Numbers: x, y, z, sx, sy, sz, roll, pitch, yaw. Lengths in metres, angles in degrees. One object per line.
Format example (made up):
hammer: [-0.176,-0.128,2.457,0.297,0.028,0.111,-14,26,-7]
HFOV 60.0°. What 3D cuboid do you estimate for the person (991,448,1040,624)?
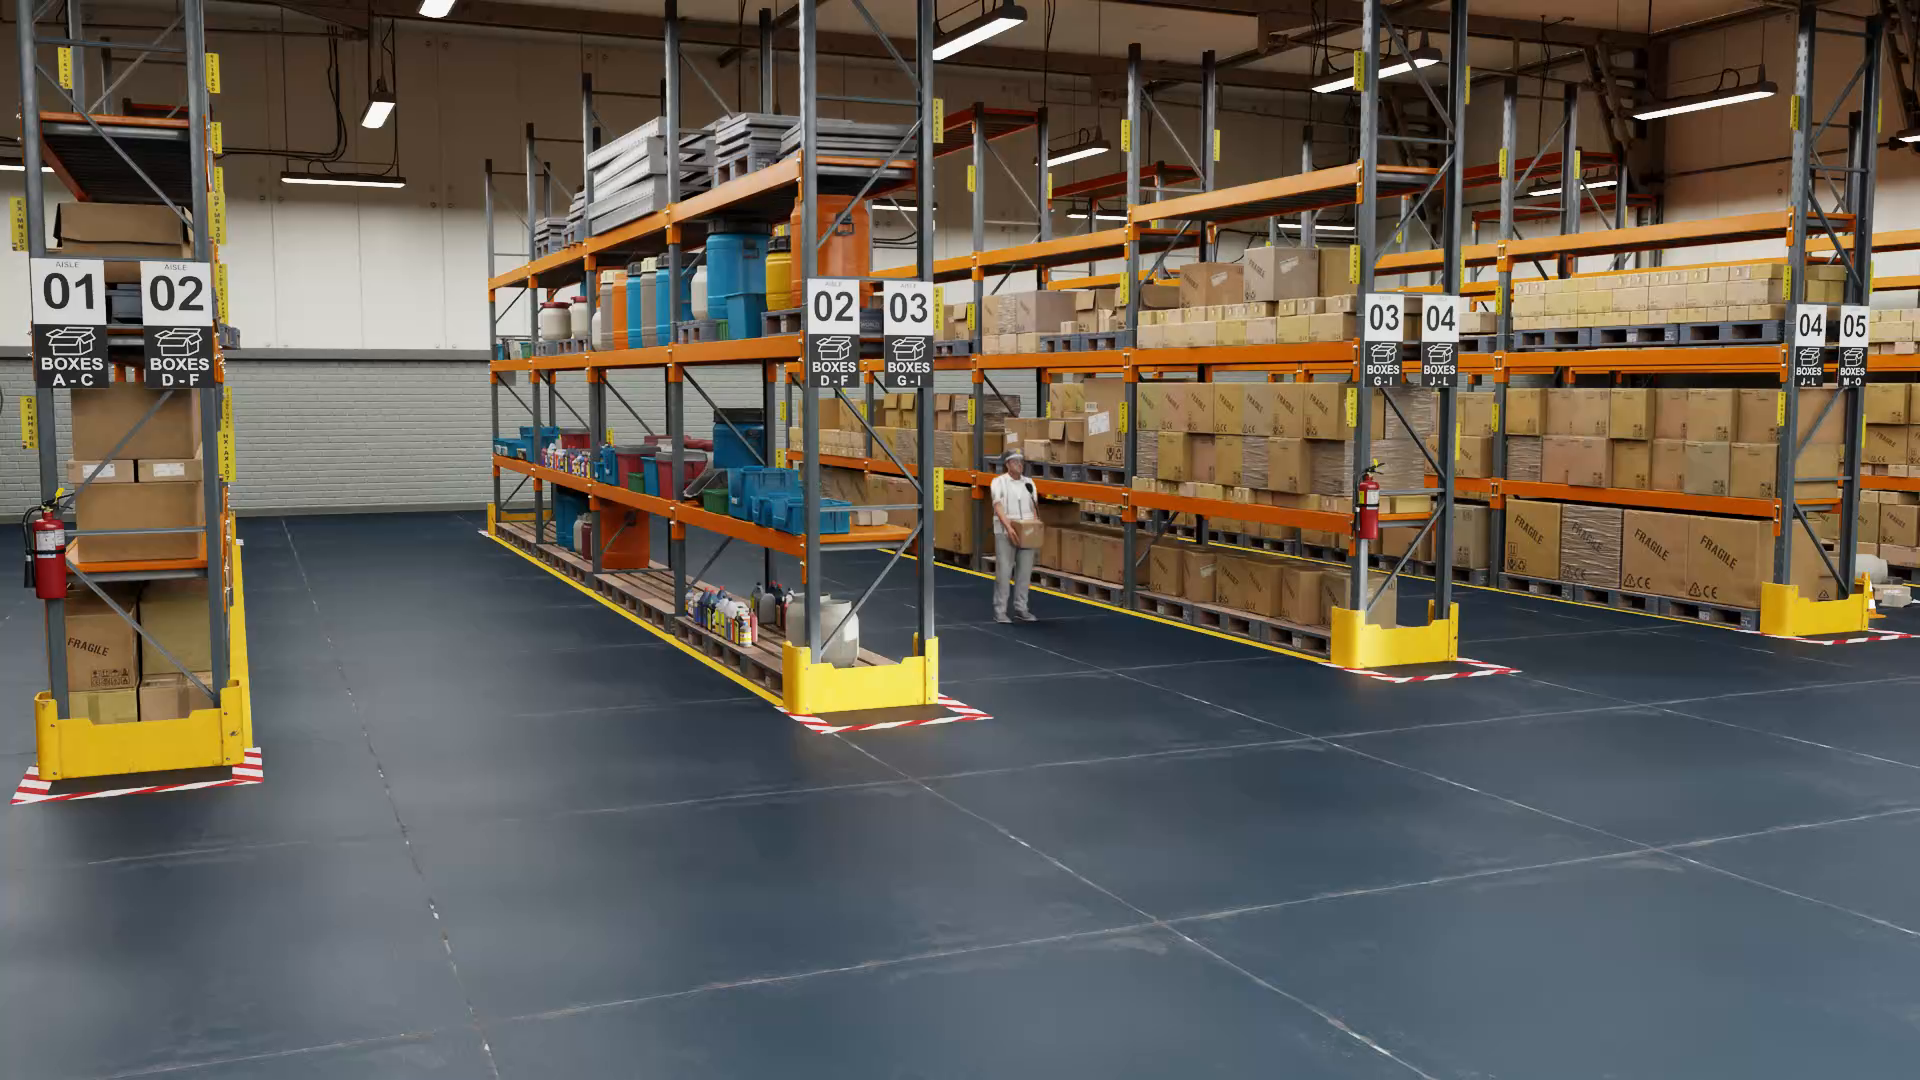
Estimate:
person: [0.585,-0.054,17.097,0.538,1.786,0.538,-2,6,-24]
